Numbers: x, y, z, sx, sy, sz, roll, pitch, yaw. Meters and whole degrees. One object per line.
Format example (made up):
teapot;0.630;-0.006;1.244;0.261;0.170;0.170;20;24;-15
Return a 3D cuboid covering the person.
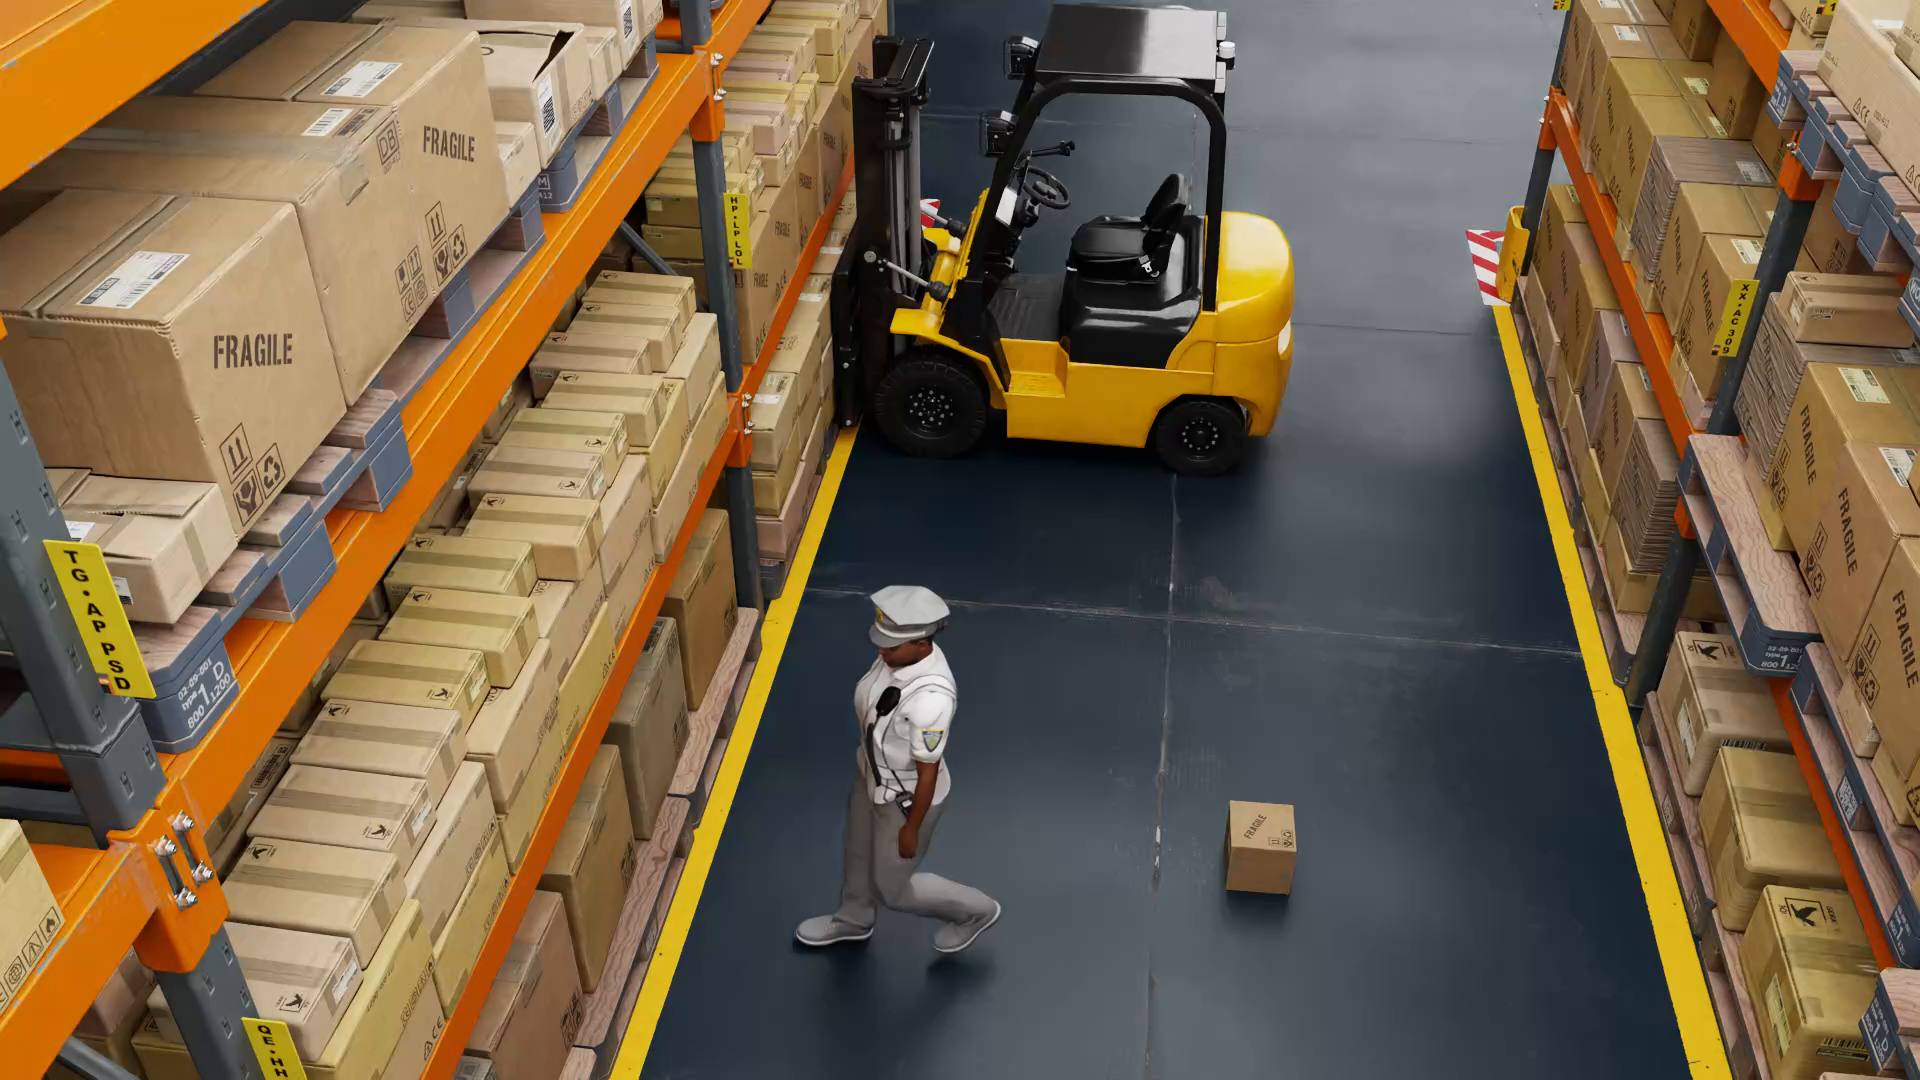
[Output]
person;-0.235;0.864;5.842;0.743;1.645;0.471;-10;37;-13
